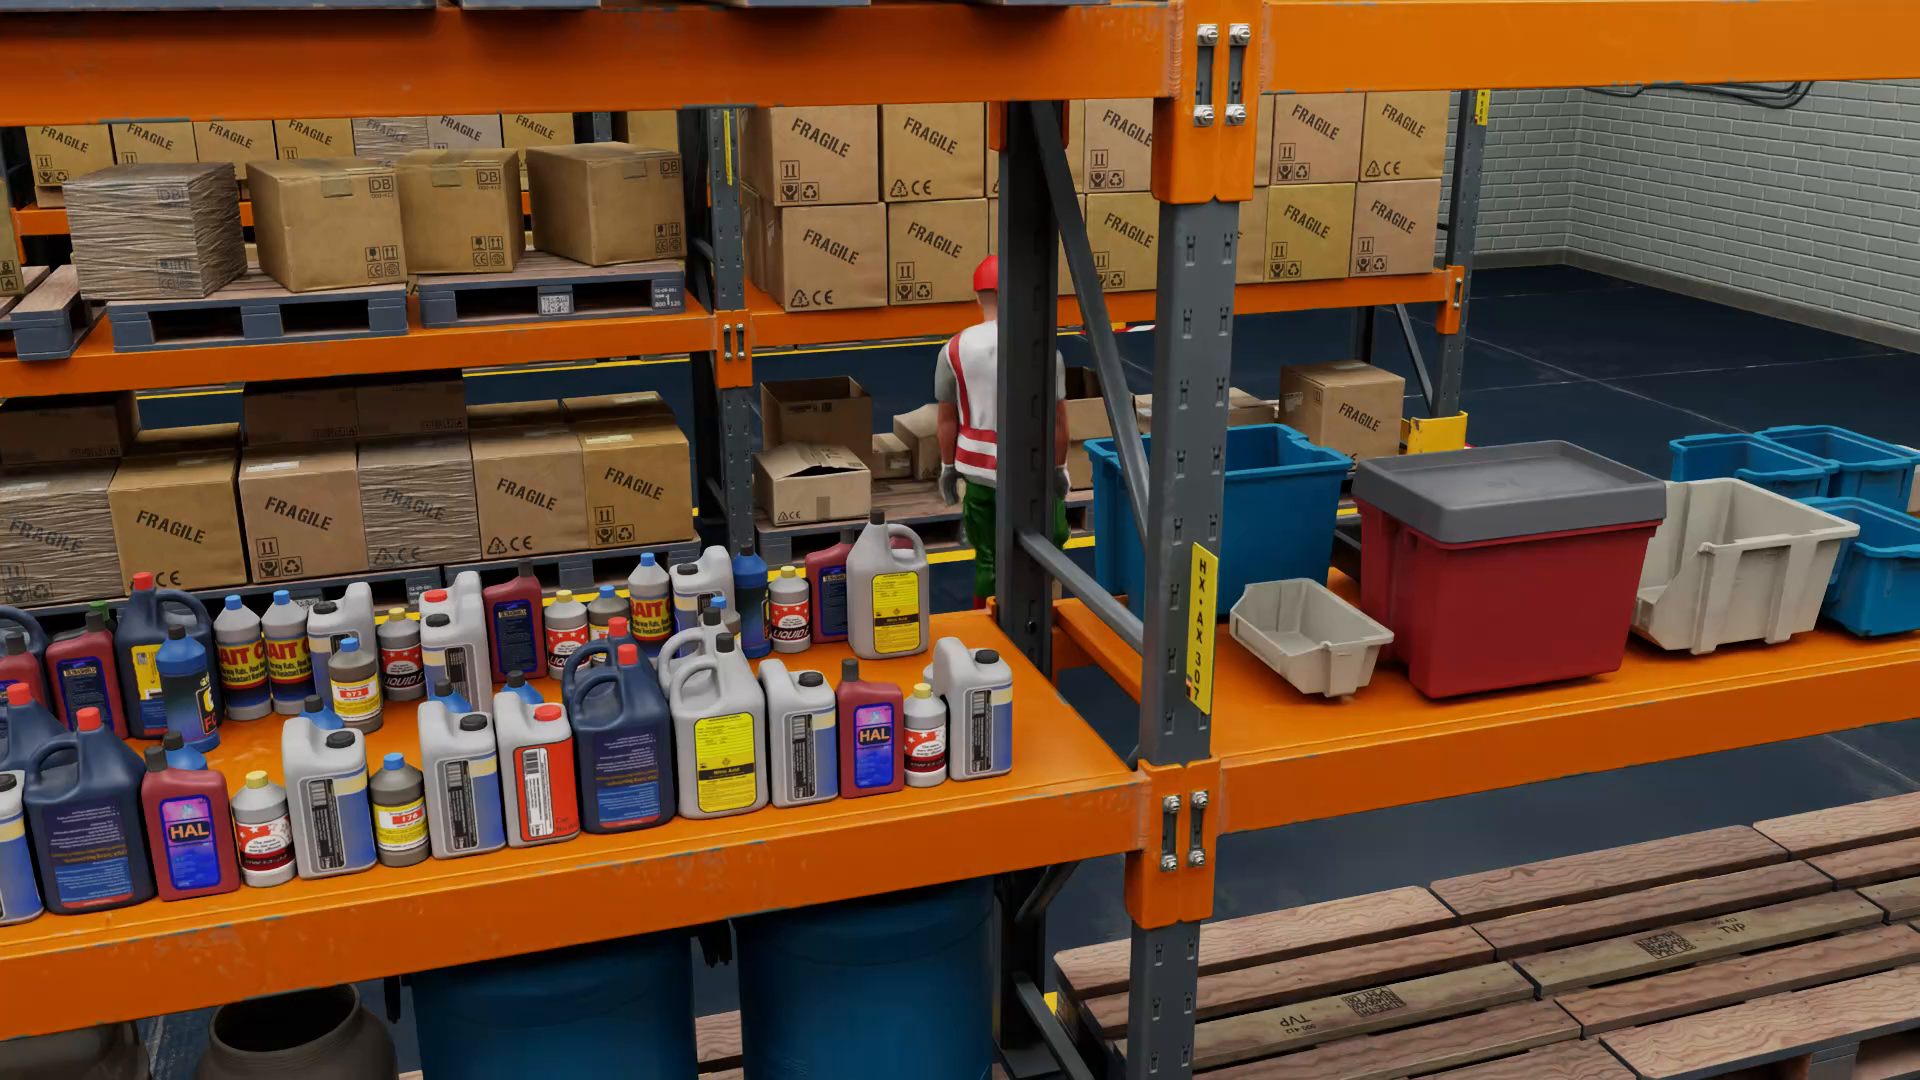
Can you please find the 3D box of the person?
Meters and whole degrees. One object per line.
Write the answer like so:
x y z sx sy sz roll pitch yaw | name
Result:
0.154 -0.253 6.733 0.570 1.778 0.699 8 21 23 | person
